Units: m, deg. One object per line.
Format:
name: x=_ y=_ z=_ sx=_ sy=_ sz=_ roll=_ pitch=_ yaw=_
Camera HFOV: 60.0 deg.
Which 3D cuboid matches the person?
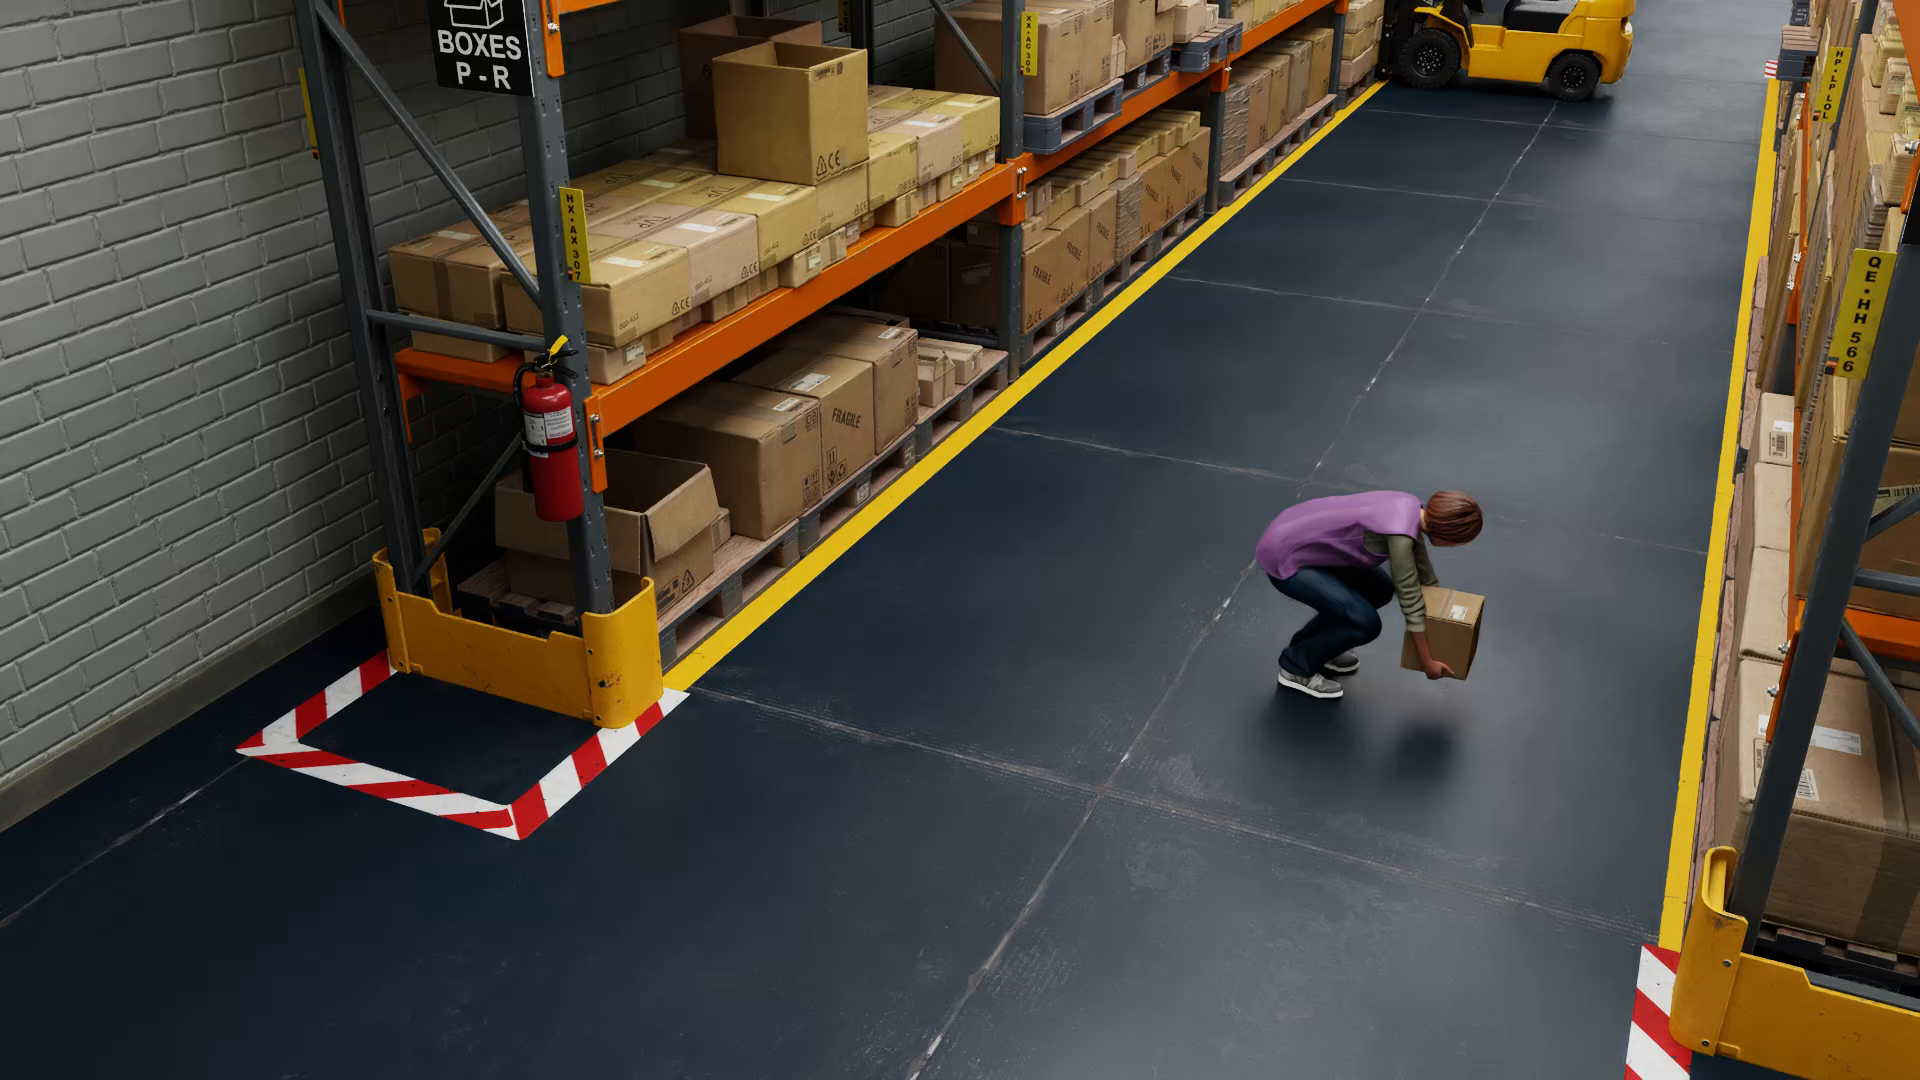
person: x=1.577 y=0.184 z=6.546 sx=0.834 sy=0.896 sz=0.428 roll=11 pitch=28 yaw=20
